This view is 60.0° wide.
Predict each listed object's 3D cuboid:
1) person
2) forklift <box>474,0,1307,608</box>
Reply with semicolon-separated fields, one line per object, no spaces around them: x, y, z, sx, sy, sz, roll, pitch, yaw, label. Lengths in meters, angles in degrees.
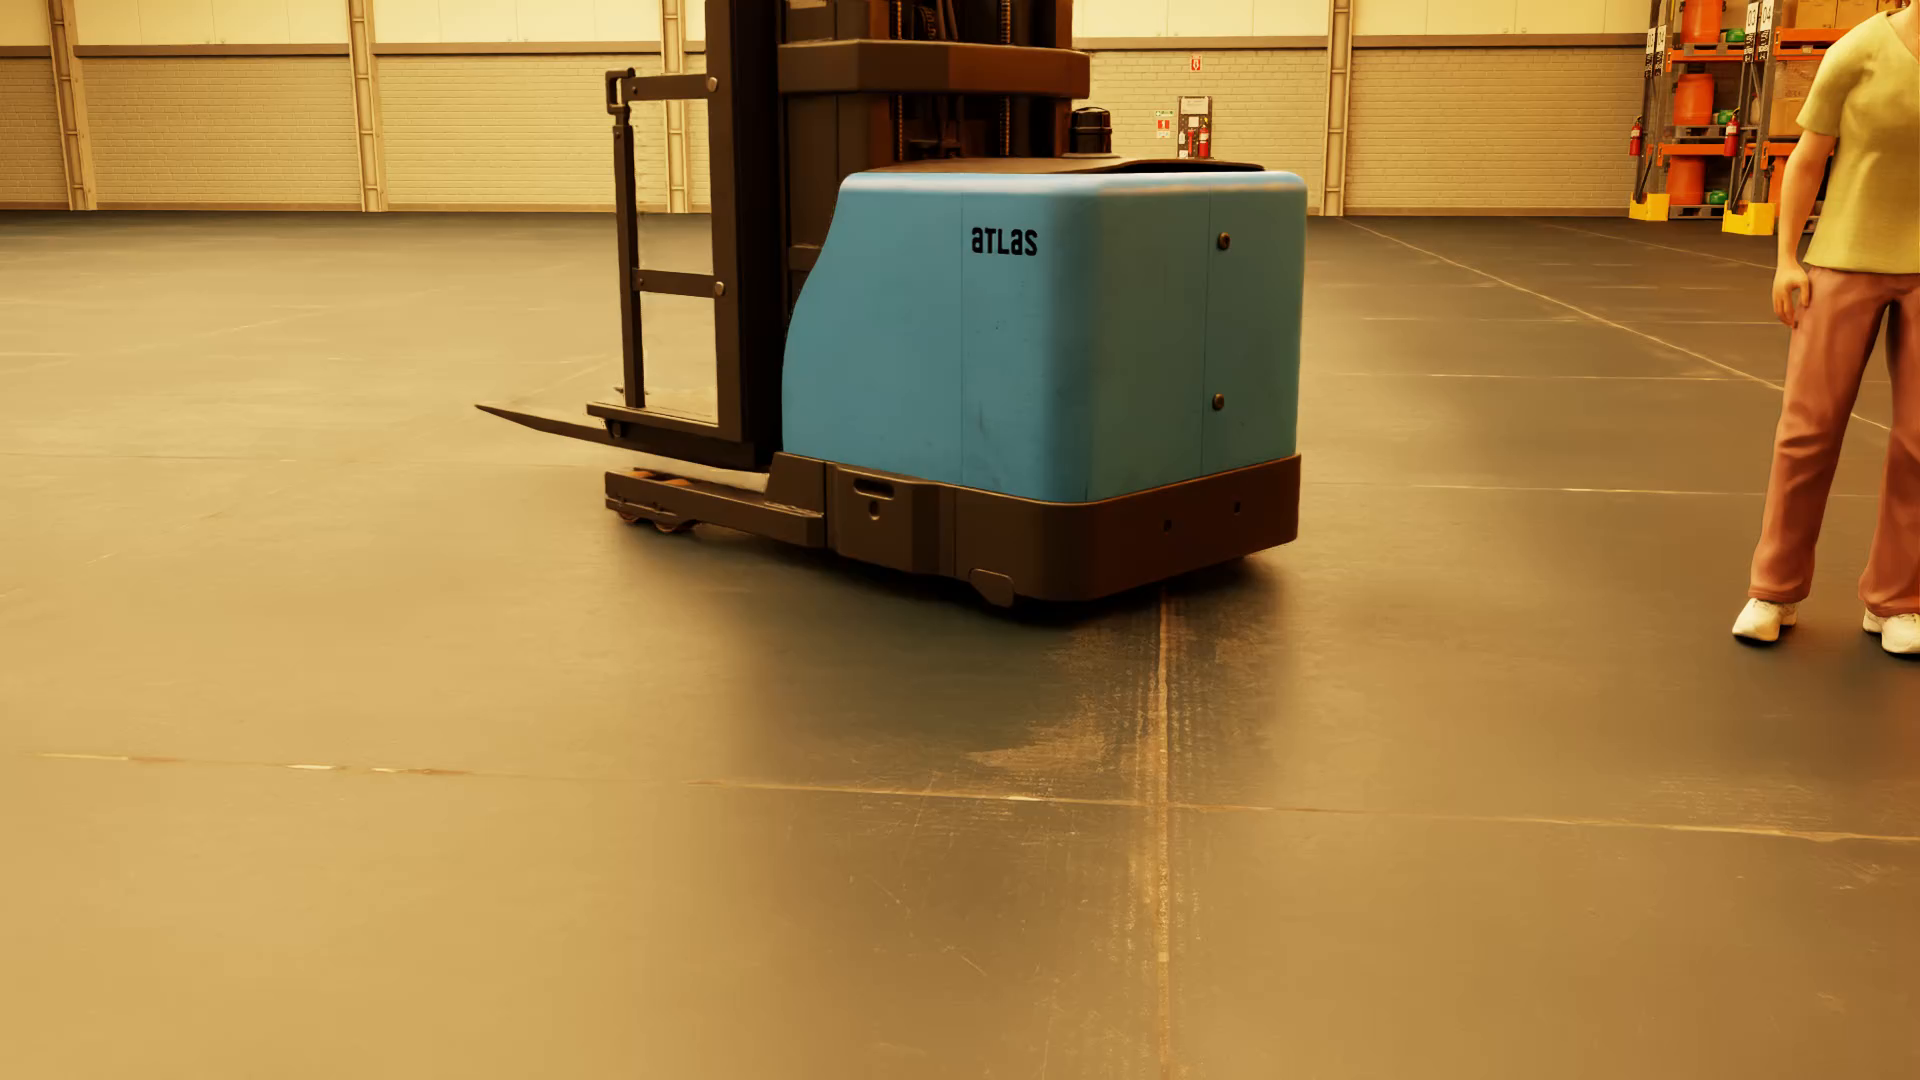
2.114;-0.583;3.773;0.512;1.671;0.359;5;14;21;person
-0.463;-1.523;5.022;3.031;2.935;1.130;12;18;43;forklift
